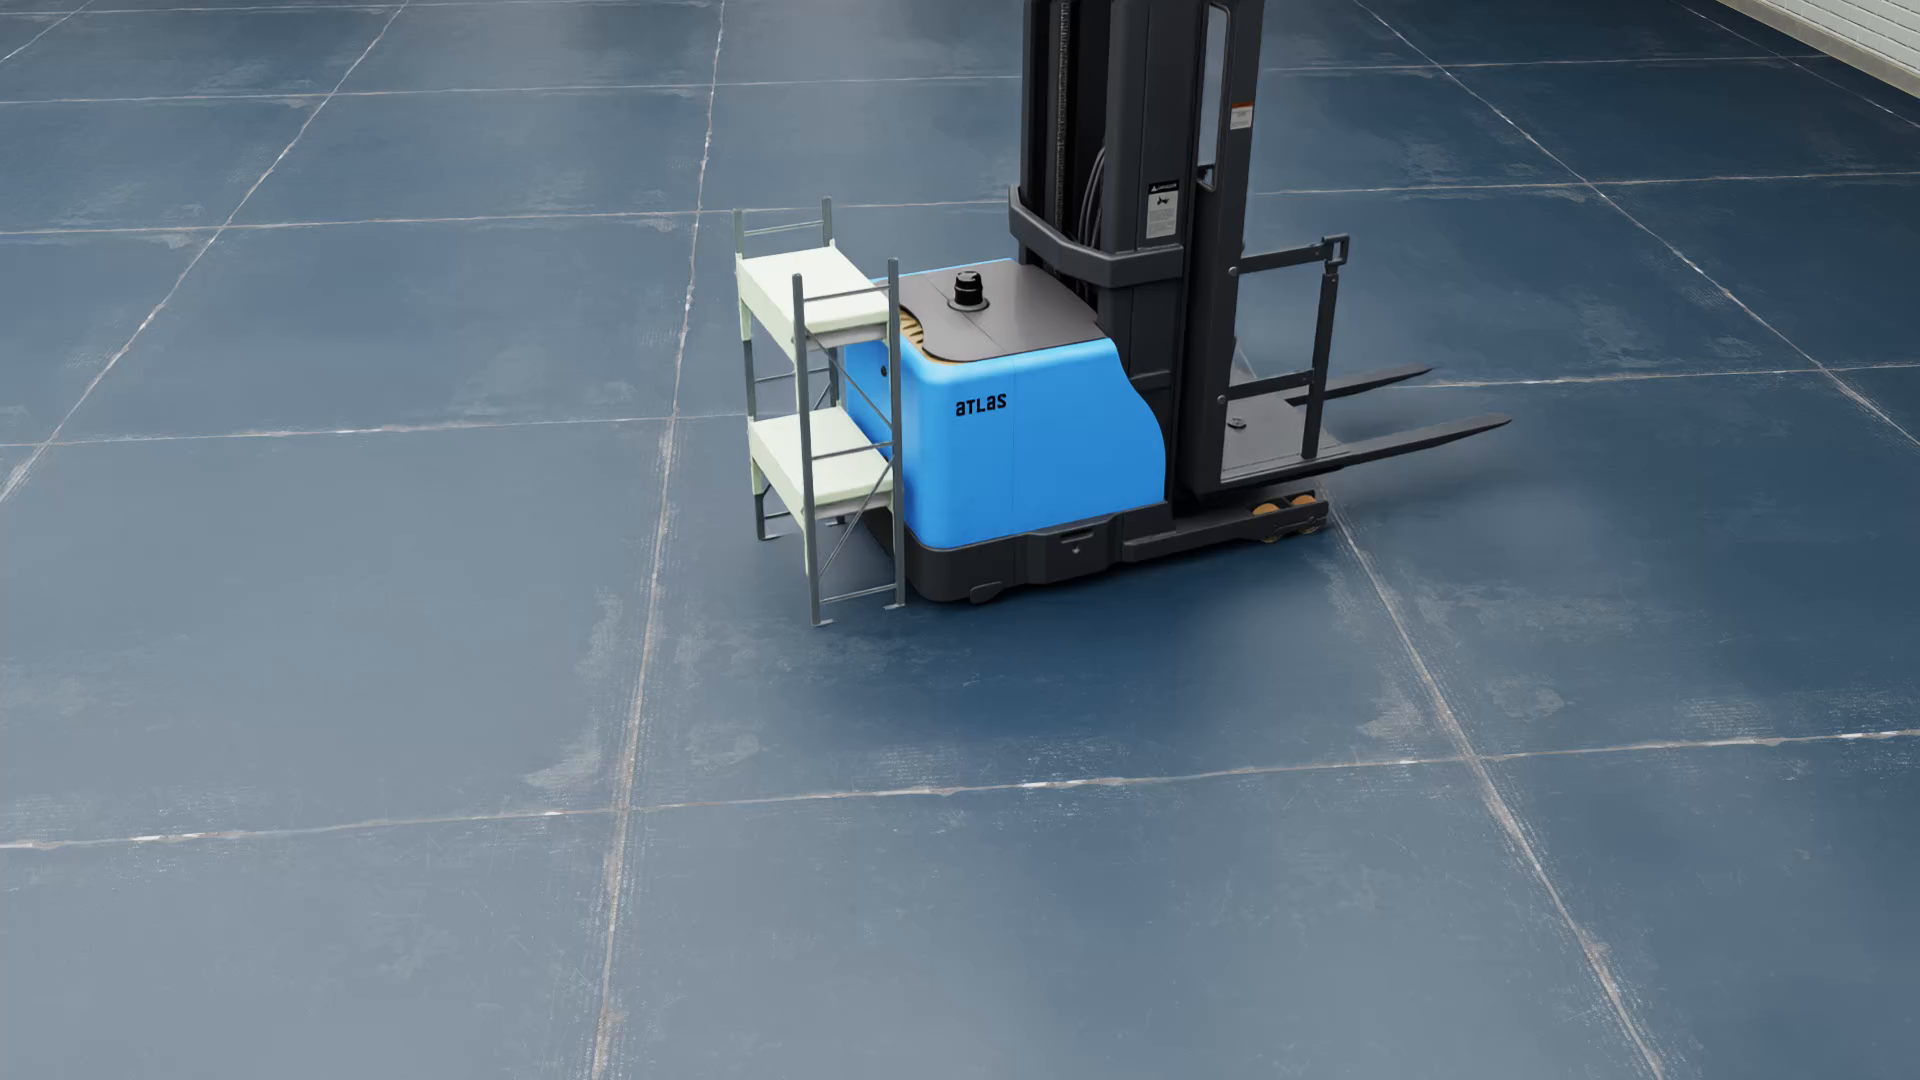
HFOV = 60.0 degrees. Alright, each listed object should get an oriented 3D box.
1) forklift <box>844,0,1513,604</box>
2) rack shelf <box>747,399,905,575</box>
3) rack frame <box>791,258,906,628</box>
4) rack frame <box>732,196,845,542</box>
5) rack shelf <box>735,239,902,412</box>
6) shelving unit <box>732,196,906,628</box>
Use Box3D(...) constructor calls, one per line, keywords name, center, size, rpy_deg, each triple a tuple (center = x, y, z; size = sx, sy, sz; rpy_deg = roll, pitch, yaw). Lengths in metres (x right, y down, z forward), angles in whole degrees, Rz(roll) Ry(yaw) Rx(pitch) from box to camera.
Box3D(name="forklift", center=(1.060, -1.483, 6.875), size=(3.031, 2.935, 1.130), rpy_deg=(-12, 33, -20))
Box3D(name="rack shelf", center=(-0.555, -0.229, 6.807), size=(0.431, 0.370, 0.720), rpy_deg=(-12, 33, -20))
Box3D(name="rack frame", center=(-0.411, -0.337, 6.351), size=(0.400, 1.500, 0.023), rpy_deg=(-12, 33, -20))
Box3D(name="rack frame", center=(-0.700, -0.682, 6.928), size=(0.400, 1.500, 0.023), rpy_deg=(-12, 33, -20))
Box3D(name="rack shelf", center=(-0.556, -0.844, 6.439), size=(0.431, 0.370, 0.720), rpy_deg=(-12, 33, -20))
Box3D(name="shelving unit", center=(-0.555, -0.509, 6.640), size=(0.431, 1.500, 0.755), rpy_deg=(-12, 33, -20))
